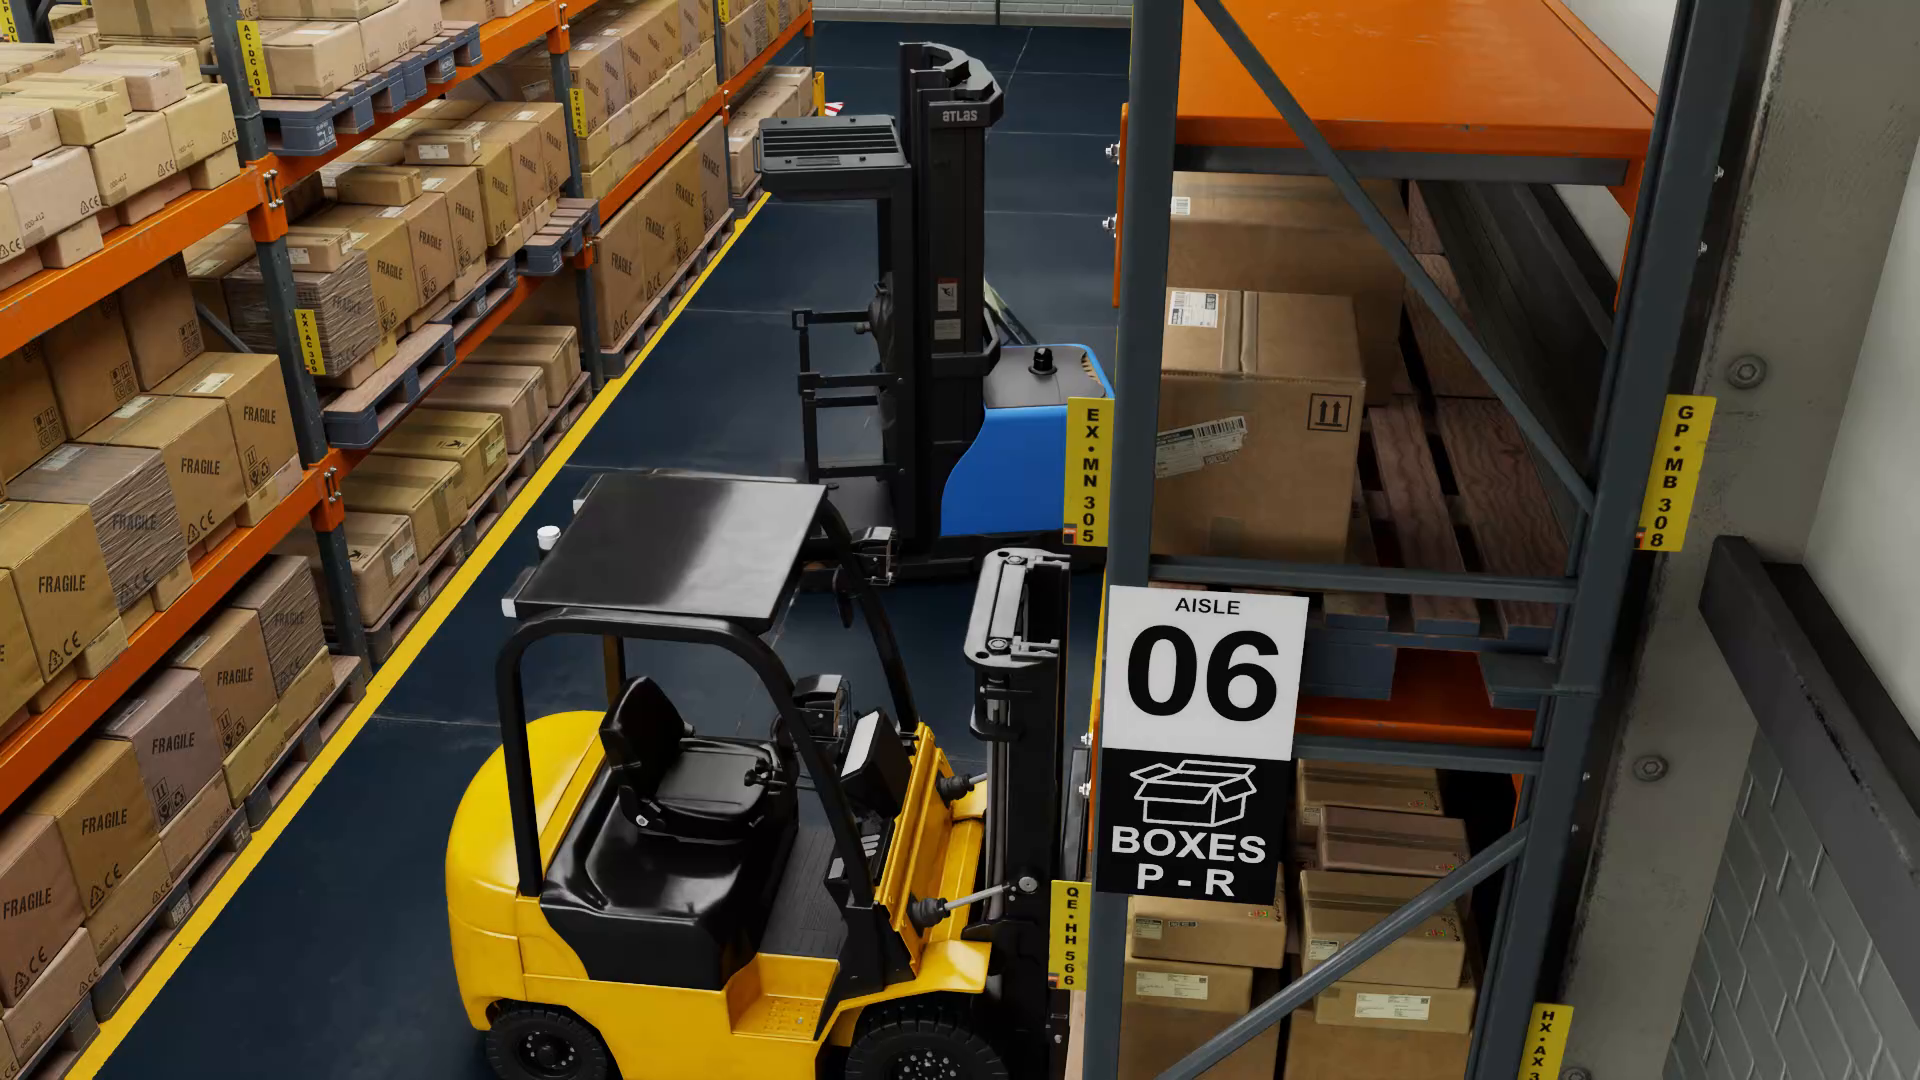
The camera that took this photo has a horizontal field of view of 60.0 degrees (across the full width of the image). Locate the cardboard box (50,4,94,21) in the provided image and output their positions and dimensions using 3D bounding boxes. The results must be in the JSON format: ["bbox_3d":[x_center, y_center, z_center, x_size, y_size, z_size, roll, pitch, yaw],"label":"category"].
[{"bbox_3d":[-8.089,-4.772,15.140,0.380,0.149,0.250,5,29,9],"label":"cardboard box"}]

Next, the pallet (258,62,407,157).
[{"bbox_3d":[-3.458,-2.111,8.041,1.213,0.211,1.003,3,28,6],"label":"pallet"}]

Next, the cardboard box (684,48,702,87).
[{"bbox_3d":[-2.526,-4.051,14.238,0.500,0.250,0.500,4,29,7],"label":"cardboard box"}]

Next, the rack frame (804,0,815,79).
[{"bbox_3d":[-2.169,-6.237,18.665,1.000,3.000,0.127,3,28,6],"label":"rack frame"}]

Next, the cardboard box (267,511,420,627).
[{"bbox_3d":[-3.578,0.136,9.162,0.950,0.372,0.625,4,29,7],"label":"cardboard box"}]

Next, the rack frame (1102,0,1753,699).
[{"bbox_3d":[0.797,-1.060,2.730,1.000,3.000,0.127,3,28,6],"label":"rack frame"}]

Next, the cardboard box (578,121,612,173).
[{"bbox_3d":[-2.842,-2.850,12.008,0.500,0.250,0.500,3,28,6],"label":"cardboard box"}]

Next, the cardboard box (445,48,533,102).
[{"bbox_3d":[-3.346,-3.214,11.894,0.500,0.500,0.500,3,28,5],"label":"cardboard box"}]

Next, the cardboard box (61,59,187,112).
[{"bbox_3d":[-3.418,-1.861,6.803,0.380,0.149,0.250,3,28,5],"label":"cardboard box"}]

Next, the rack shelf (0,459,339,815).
[{"bbox_3d":[-3.885,0.669,6.603,1.077,0.370,4.000,3,28,6],"label":"rack shelf"}]

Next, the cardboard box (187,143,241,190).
[{"bbox_3d":[-3.375,-1.632,7.219,0.380,0.149,0.250,3,29,6],"label":"cardboard box"}]

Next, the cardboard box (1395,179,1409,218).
[{"bbox_3d":[0.944,-0.986,5.098,0.797,0.503,0.637,4,29,8],"label":"cardboard box"}]

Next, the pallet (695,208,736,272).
[{"bbox_3d":[-2.679,-2.759,15.149,1.003,0.211,1.213,3,28,6],"label":"pallet"}]

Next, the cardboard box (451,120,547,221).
[{"bbox_3d":[-2.982,-2.357,10.601,0.500,0.500,0.500,3,28,5],"label":"cardboard box"}]

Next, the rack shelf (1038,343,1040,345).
[{"bbox_3d":[0.529,-0.908,10.923,0.431,0.370,0.720,-38,26,12],"label":"rack shelf"}]

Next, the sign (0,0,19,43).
[{"bbox_3d":[-4.191,-2.341,7.309,0.100,0.325,0.005,3,28,6],"label":"sign"}]

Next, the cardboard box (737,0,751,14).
[{"bbox_3d":[-2.293,-5.286,15.740,0.500,0.500,0.500,3,28,6],"label":"cardboard box"}]

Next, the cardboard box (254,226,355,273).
[{"bbox_3d":[-3.231,-1.435,8.205,0.380,0.149,0.250,3,28,6],"label":"cardboard box"}]

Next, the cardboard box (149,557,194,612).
[{"bbox_3d":[-3.498,0.169,7.038,0.380,0.149,0.250,3,28,5],"label":"cardboard box"}]

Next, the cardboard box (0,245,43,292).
[{"bbox_3d":[-3.632,-1.032,6.105,0.380,0.149,0.250,4,29,7],"label":"cardboard box"}]

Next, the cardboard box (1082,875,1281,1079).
[{"bbox_3d":[0.597,1.290,4.588,0.500,0.500,0.500,3,28,5],"label":"cardboard box"}]

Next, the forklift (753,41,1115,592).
[{"bbox_3d":[-0.621,-1.255,9.489,3.031,2.935,1.130,-3,28,-6],"label":"forklift"}]

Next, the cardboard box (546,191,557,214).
[{"bbox_3d":[-2.917,-2.247,11.081,0.380,0.149,0.250,4,29,7],"label":"cardboard box"}]

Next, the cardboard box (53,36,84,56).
[{"bbox_3d":[-7.601,-4.117,13.924,0.380,0.149,0.250,2,28,4],"label":"cardboard box"}]

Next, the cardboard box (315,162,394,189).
[{"bbox_3d":[-3.619,-1.902,9.756,0.500,0.500,0.500,2,28,4],"label":"cardboard box"}]

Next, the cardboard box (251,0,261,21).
[{"bbox_3d":[-3.645,-2.549,8.372,0.500,0.250,0.500,4,29,7],"label":"cardboard box"}]

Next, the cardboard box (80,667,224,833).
[{"bbox_3d":[-3.568,0.881,7.118,0.500,0.500,0.500,5,29,9],"label":"cardboard box"}]

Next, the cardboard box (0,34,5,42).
[{"bbox_3d":[-8.247,-4.163,14.010,0.380,0.149,0.250,4,29,8],"label":"cardboard box"}]

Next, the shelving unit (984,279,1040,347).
[{"bbox_3d":[0.327,-1.120,10.780,0.431,1.500,0.755,-38,26,12],"label":"shelving unit"}]

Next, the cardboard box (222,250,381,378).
[{"bbox_3d":[-3.298,-1.153,8.365,0.500,0.500,0.500,4,29,7],"label":"cardboard box"}]

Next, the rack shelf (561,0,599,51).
[{"bbox_3d":[-2.905,-4.417,12.882,1.077,0.370,4.000,3,28,6],"label":"rack shelf"}]

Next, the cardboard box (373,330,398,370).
[{"bbox_3d":[-3.219,-1.022,8.806,0.380,0.149,0.250,4,29,7],"label":"cardboard box"}]

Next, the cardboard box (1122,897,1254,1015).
[{"bbox_3d":[0.561,1.072,4.309,0.380,0.149,0.250,4,29,7],"label":"cardboard box"}]

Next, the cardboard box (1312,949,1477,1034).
[{"bbox_3d":[1.096,1.107,4.244,0.380,0.149,0.250,3,28,5],"label":"cardboard box"}]

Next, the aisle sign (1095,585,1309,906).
[{"bbox_3d":[0.497,0.450,3.511,0.394,0.787,0.004,3,28,6],"label":"aisle sign"}]

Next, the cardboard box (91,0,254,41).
[{"bbox_3d":[-3.695,-2.528,7.806,0.500,0.250,0.500,4,29,7],"label":"cardboard box"}]

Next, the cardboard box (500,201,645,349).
[{"bbox_3d":[-2.983,-2.041,12.674,0.875,0.875,0.875,3,28,6],"label":"cardboard box"}]

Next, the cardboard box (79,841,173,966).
[{"bbox_3d":[-3.632,1.459,6.836,0.500,0.250,0.500,5,29,10],"label":"cardboard box"}]

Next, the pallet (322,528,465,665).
[{"bbox_3d":[-3.546,0.272,9.522,1.003,0.211,1.213,3,28,6],"label":"pallet"}]

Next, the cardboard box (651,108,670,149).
[{"bbox_3d":[-2.667,-3.343,13.451,0.500,0.250,0.500,3,28,6],"label":"cardboard box"}]

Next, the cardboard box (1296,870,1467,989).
[{"bbox_3d":[1.050,0.975,4.175,0.380,0.149,0.250,3,28,5],"label":"cardboard box"}]

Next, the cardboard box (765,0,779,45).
[{"bbox_3d":[-2.146,-5.317,16.851,0.500,0.500,0.500,4,29,8],"label":"cardboard box"}]

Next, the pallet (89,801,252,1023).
[{"bbox_3d":[-3.834,1.533,7.182,1.003,0.211,1.213,3,28,6],"label":"pallet"}]

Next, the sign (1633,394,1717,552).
[{"bbox_3d":[1.347,-0.124,3.150,0.100,0.325,0.005,3,28,6],"label":"sign"}]

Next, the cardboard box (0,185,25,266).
[{"bbox_3d":[-3.611,-1.034,5.688,0.500,0.250,0.500,4,29,7],"label":"cardboard box"}]

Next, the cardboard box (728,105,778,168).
[{"bbox_3d":[-2.367,-4.122,16.997,0.875,0.438,0.875,3,28,5],"label":"cardboard box"}]

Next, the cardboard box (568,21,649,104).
[{"bbox_3d":[-2.717,-3.650,12.704,0.500,0.500,0.500,4,29,8],"label":"cardboard box"}]

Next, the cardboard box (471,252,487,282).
[{"bbox_3d":[-3.068,-1.644,9.961,0.380,0.149,0.250,2,28,5],"label":"cardboard box"}]

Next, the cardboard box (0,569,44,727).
[{"bbox_3d":[-3.675,0.428,5.873,0.500,0.500,0.500,3,28,5],"label":"cardboard box"}]
